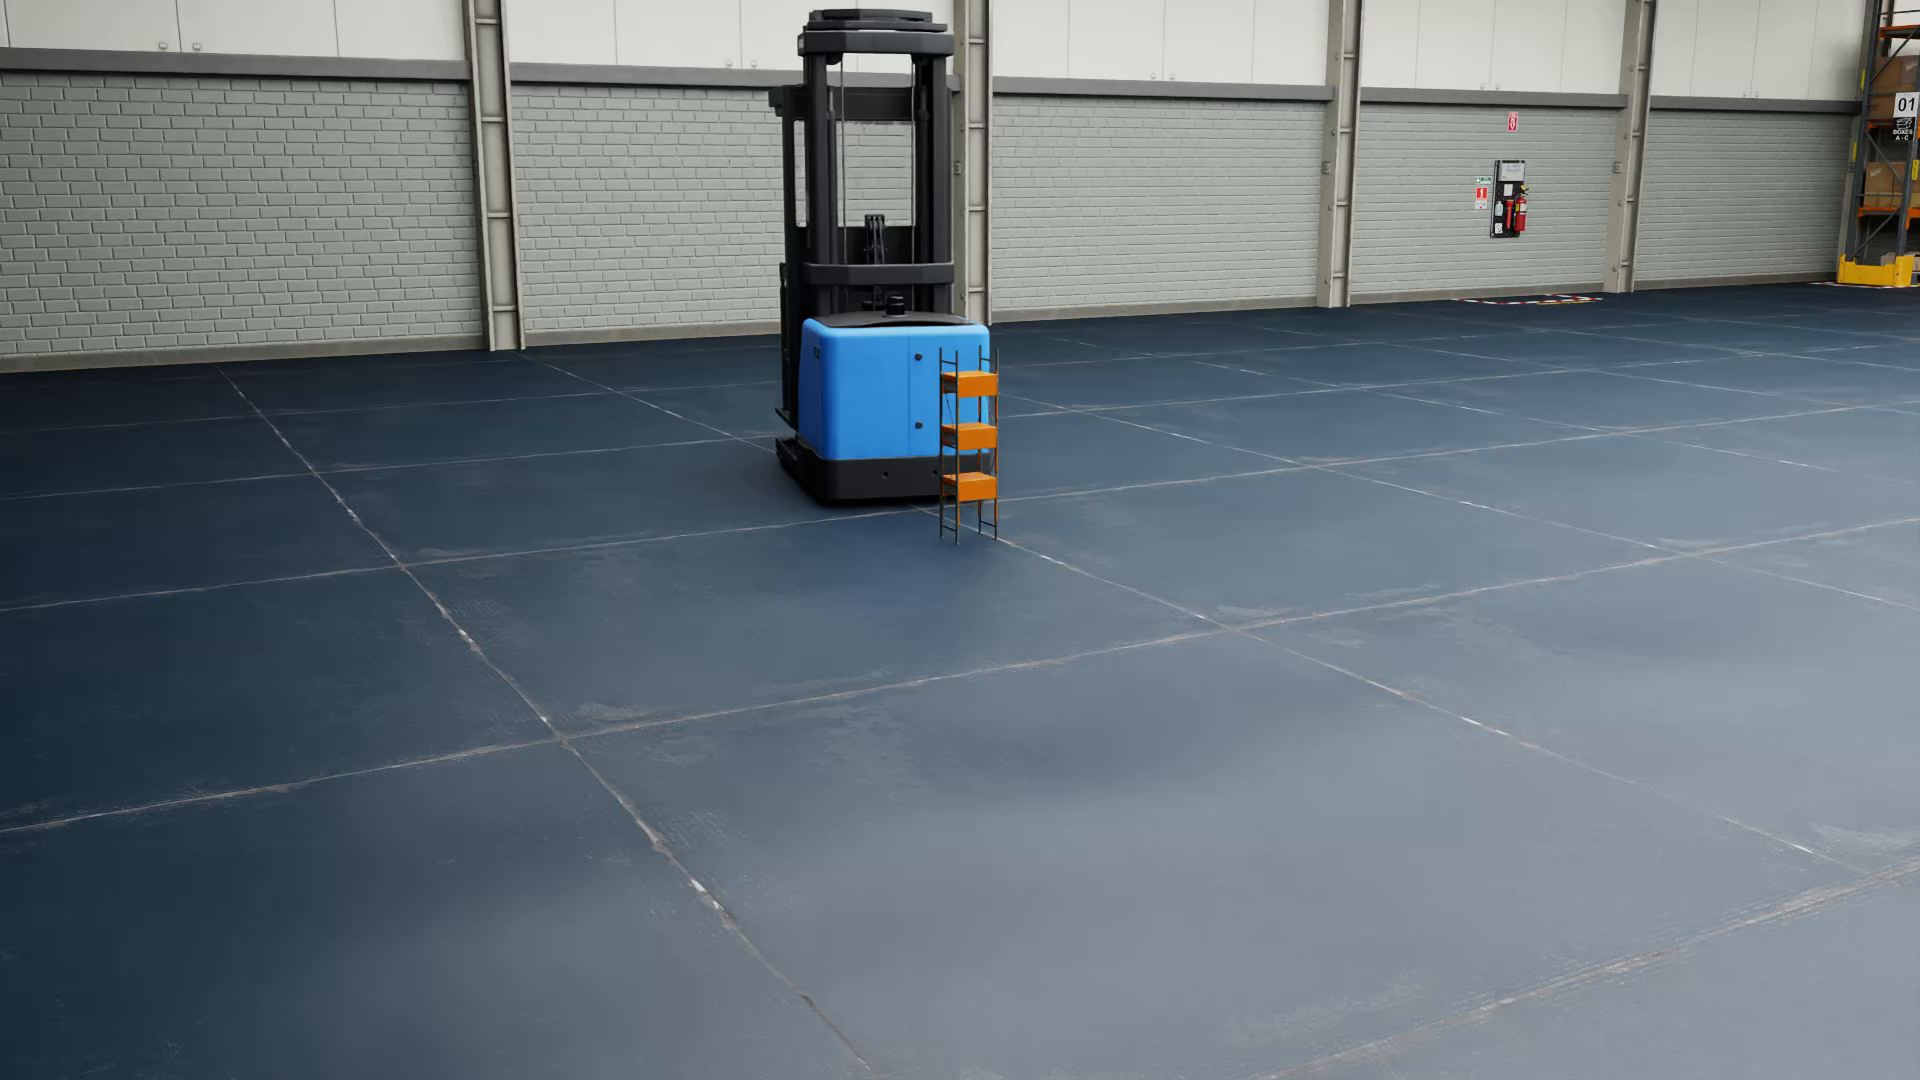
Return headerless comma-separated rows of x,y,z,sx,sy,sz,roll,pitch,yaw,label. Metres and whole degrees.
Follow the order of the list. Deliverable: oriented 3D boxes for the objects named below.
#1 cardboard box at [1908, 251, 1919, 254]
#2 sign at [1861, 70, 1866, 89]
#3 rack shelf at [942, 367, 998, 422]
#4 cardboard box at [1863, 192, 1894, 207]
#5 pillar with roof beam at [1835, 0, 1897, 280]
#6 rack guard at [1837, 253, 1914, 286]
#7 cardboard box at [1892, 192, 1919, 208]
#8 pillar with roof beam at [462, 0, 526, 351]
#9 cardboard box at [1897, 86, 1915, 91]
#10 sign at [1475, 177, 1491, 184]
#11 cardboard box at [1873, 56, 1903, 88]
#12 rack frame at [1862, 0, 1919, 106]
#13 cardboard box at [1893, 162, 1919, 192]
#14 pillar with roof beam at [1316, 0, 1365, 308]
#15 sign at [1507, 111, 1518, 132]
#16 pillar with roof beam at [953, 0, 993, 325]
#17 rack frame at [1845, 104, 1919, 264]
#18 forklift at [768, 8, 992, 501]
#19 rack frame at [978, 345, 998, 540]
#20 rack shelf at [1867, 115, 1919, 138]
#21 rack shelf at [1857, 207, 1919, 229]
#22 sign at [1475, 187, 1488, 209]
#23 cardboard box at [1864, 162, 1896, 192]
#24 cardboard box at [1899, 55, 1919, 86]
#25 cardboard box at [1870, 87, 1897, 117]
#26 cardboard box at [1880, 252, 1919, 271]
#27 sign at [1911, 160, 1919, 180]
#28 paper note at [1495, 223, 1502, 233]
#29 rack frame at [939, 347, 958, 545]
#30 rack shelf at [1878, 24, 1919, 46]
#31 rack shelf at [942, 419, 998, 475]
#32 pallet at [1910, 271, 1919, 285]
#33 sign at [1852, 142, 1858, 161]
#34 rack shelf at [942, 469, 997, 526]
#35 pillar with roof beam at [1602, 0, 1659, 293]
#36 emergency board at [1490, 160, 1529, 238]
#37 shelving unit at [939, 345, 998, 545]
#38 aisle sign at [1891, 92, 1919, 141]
16.913,-4.910,29.218,0.500,0.311,0.500,-6,14,-23,cardboard box
15.514,-7.897,28.517,0.005,0.325,0.100,-7,14,-28,sign
0.047,-0.784,8.959,0.240,0.259,0.215,-7,14,-28,rack shelf
16.079,-5.915,28.857,0.500,0.250,0.500,-7,14,-27,cardboard box
18.025,-8.230,25.182,0.400,9.000,9.100,-7,14,-28,pillar with roof beam
15.829,-4.681,28.769,0.348,0.500,1.175,-7,14,-28,rack guard
16.342,-5.819,28.429,0.500,0.250,0.500,-7,15,-29,cardboard box
-3.041,-5.705,13.963,0.400,9.000,9.100,-7,14,-28,pillar with roof beam
16.175,-7.401,28.058,0.500,0.500,0.500,-6,14,-26,cardboard box
7.982,-5.485,25.362,0.331,0.109,0.001,-7,14,-28,sign
16.015,-7.998,28.432,0.500,0.500,0.500,-6,14,-25,cardboard box
15.762,-8.819,27.800,0.127,3.000,1.000,-7,14,-28,rack frame
16.325,-6.187,28.356,0.500,0.500,0.500,-7,14,-28,cardboard box
7.492,-6.967,19.572,0.400,9.000,9.100,-7,14,-28,pillar with roof beam
8.453,-6.398,25.426,0.199,0.298,0.001,-7,14,-28,sign
2.225,-6.336,16.767,0.400,9.000,9.100,-7,14,-28,pillar with roof beam
15.762,-5.892,28.459,0.127,3.000,1.000,-7,14,-28,rack frame
-0.654,-1.942,11.063,1.130,2.935,3.031,-3,13,-13,forklift
0.154,-0.531,9.076,0.008,1.050,0.200,-7,14,-28,rack frame
17.517,-7.215,29.143,4.000,0.370,1.077,-7,14,-28,rack shelf
17.517,-5.752,29.473,4.000,0.370,1.077,-7,14,-28,rack shelf
7.973,-5.228,25.425,0.234,0.329,0.001,-7,14,-28,sign
16.074,-6.285,28.793,0.500,0.500,0.500,-7,14,-28,cardboard box
16.216,-7.896,27.979,0.500,0.500,0.500,-8,15,-32,cardboard box
16.007,-7.507,28.528,0.500,0.500,0.500,-6,14,-24,cardboard box
16.412,-4.850,28.952,0.500,0.311,0.500,-9,15,-34,cardboard box
16.022,-6.210,27.899,0.005,0.325,0.100,-7,14,-28,sign
8.320,-4.814,25.672,0.142,0.148,0.016,-7,14,-28,paper note
-0.060,-0.505,8.962,0.008,1.050,0.200,-7,14,-28,rack frame
17.517,-8.677,28.814,4.000,0.370,1.077,-7,14,-28,rack shelf
0.047,-0.507,9.021,0.240,0.259,0.215,-7,14,-28,rack shelf
16.559,-4.618,29.150,1.213,0.211,1.003,-7,14,-28,pallet
15.514,-6.720,28.782,0.005,0.325,0.100,-7,14,-28,sign
0.047,-0.236,9.082,0.240,0.259,0.215,-7,14,-28,rack shelf
12.758,-7.598,22.377,0.400,9.000,9.100,-7,14,-28,pillar with roof beam
8.508,-5.249,25.599,0.643,1.169,0.194,-7,14,-28,emergency board
0.047,-0.518,9.019,0.252,1.050,0.215,-7,14,-28,shelving unit
15.843,-7.095,27.883,0.004,0.787,0.394,-7,14,-28,aisle sign
